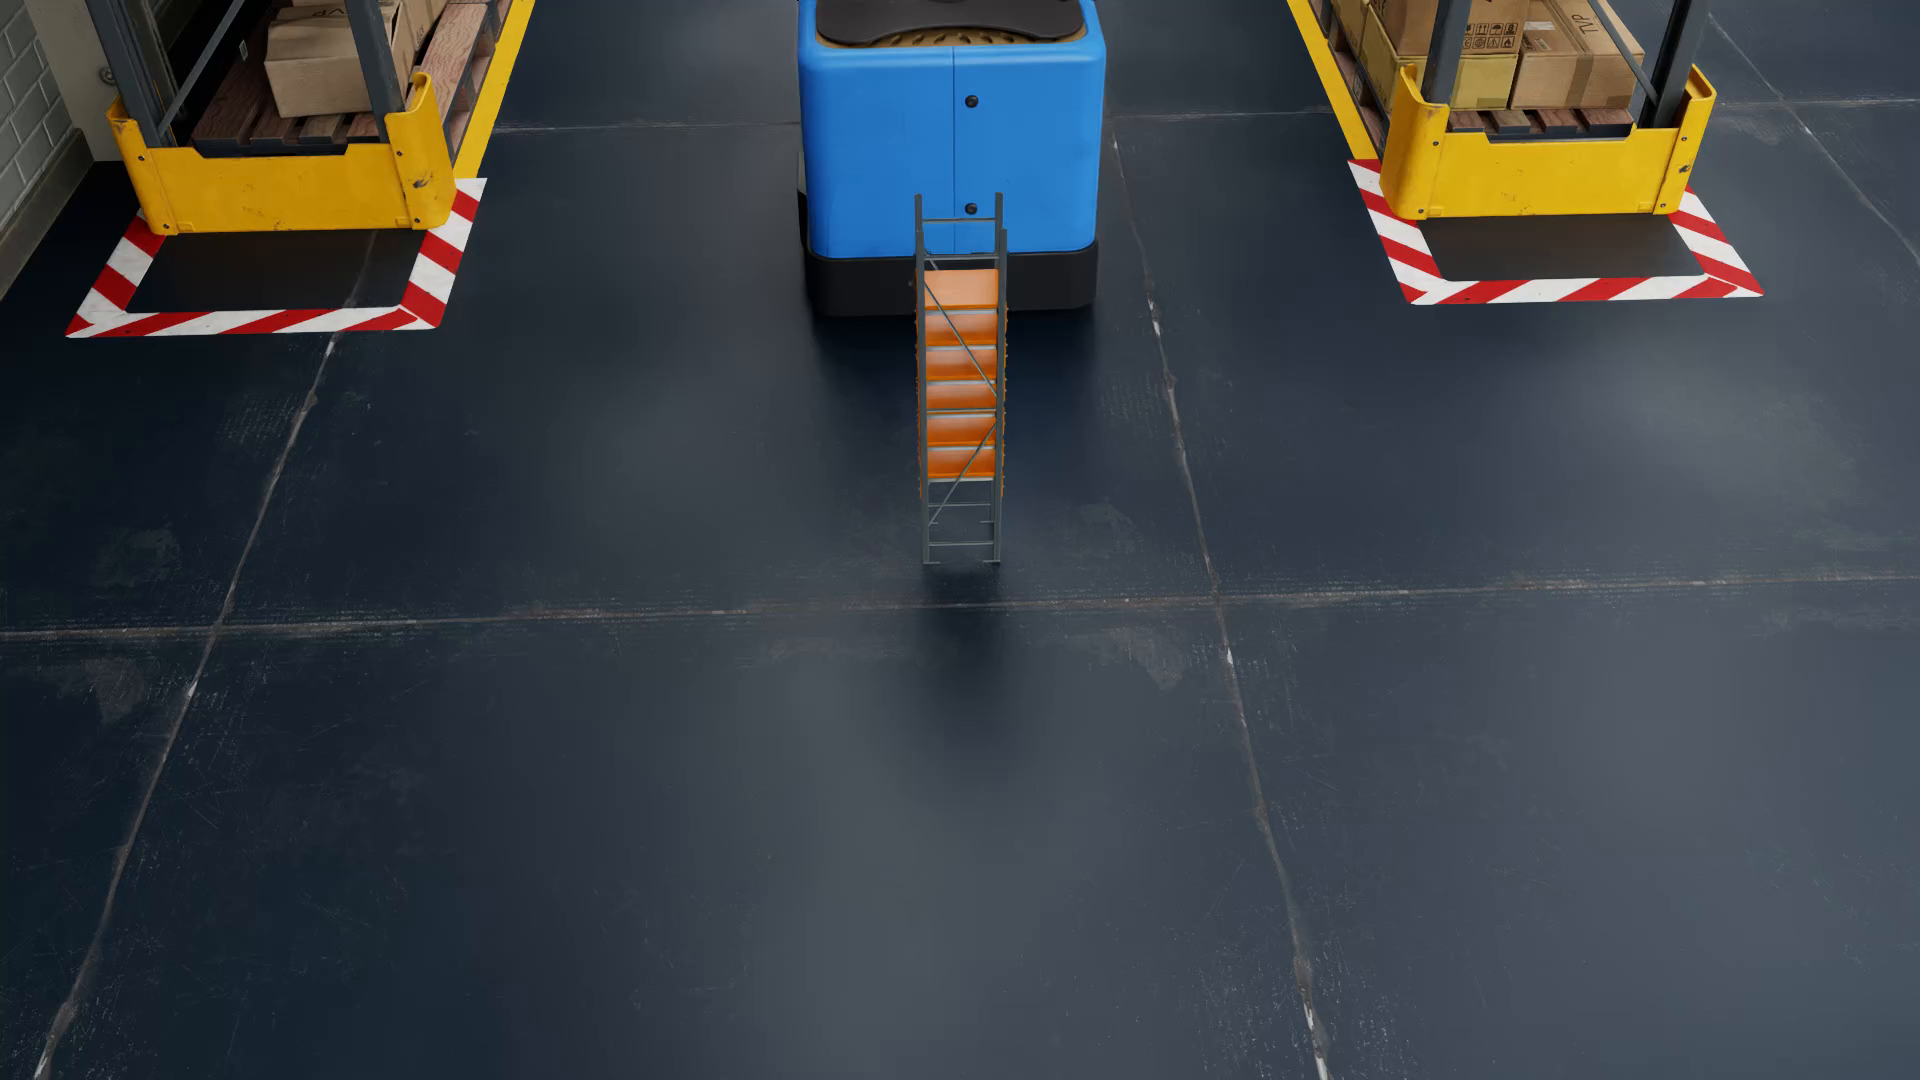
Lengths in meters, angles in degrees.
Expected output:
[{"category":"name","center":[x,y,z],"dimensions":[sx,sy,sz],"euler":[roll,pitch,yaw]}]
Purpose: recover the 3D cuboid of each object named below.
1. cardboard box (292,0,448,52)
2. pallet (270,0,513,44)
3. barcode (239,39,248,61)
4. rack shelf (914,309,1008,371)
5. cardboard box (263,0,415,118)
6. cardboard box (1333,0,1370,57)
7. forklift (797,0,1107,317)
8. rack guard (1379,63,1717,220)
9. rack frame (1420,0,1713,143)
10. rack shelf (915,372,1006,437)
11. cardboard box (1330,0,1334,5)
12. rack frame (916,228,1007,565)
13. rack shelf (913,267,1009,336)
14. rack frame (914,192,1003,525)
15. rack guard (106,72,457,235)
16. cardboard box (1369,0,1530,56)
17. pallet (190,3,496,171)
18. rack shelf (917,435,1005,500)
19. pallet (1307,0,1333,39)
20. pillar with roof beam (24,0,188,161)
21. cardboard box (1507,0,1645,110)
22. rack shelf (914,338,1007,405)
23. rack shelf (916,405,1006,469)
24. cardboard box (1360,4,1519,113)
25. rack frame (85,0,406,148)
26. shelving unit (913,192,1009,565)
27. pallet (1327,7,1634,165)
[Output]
[{"category":"cardboard box","center":[-2.599,-2.414,7.328],"dimensions":[0.500,0.311,0.500],"euler":[2,43,2]},{"category":"pallet","center":[-2.686,-2.783,8.130],"dimensions":[1.003,0.211,1.213],"euler":[-2,43,-2]},{"category":"barcode","center":[-2.975,-2.033,6.906],"dimensions":[0.001,0.075,0.075],"euler":[-2,43,-2]},{"category":"rack shelf","center":[0.001,-0.577,4.702],"dimensions":[0.258,0.103,0.180],"euler":[-2,43,-2]},{"category":"cardboard box","center":[-2.574,-2.029,6.908],"dimensions":[0.500,0.311,0.500],"euler":[-6,43,-7]},{"category":"cardboard box","center":[1.963,-2.365,7.335],"dimensions":[0.500,0.250,0.500],"euler":[-2,43,-2]},{"category":"forklift","center":[-0.107,-2.873,6.216],"dimensions":[1.130,2.935,3.031],"euler":[-2,43,-3]},{"category":"rack guard","center":[2.315,-1.596,6.621],"dimensions":[1.175,0.500,0.348],"euler":[-2,43,-2]},{"category":"rack frame","center":[2.314,-2.533,5.794],"dimensions":[1.000,3.000,0.127],"euler":[-2,43,-2]},{"category":"rack shelf","center":[0.001,-0.400,4.864],"dimensions":[0.258,0.103,0.180],"euler":[-2,43,-2]},{"category":"cardboard box","center":[1.940,-2.703,7.703],"dimensions":[0.500,0.250,0.500],"euler":[-2,43,-2]},{"category":"rack frame","center":[0.004,-0.371,4.767],"dimensions":[0.240,1.200,0.006],"euler":[-2,43,-2]},{"category":"rack shelf","center":[0.001,-0.665,4.621],"dimensions":[0.258,0.103,0.180],"euler":[-2,43,-2]},{"category":"rack frame","center":[-0.003,-0.494,4.901],"dimensions":[0.240,1.200,0.006],"euler":[-2,43,-2]},{"category":"rack guard","center":[-2.638,-1.518,6.537],"dimensions":[1.175,0.500,0.348],"euler":[-2,43,-2]},{"category":"cardboard box","center":[1.994,-2.304,6.713],"dimensions":[0.500,0.500,0.500],"euler":[-2,43,-2]},{"category":"pallet","center":[-2.637,-1.961,7.234],"dimensions":[1.003,0.211,1.213],"euler":[-2,43,-2]},{"category":"rack shelf","center":[0.001,-0.223,5.026],"dimensions":[0.258,0.103,0.180],"euler":[-2,43,-2]},{"category":"pallet","center":[2.191,-2.842,8.194],"dimensions":[1.003,0.211,1.213],"euler":[-2,43,-2]},{"category":"pillar with roof beam","center":[0.772,-5.171,4.232],"dimensions":[9.100,9.000,0.400],"euler":[-2,43,-2]},{"category":"cardboard box","center":[2.514,-2.043,6.983],"dimensions":[0.500,0.250,0.500],"euler":[-2,43,-2]},{"category":"rack shelf","center":[0.001,-0.488,4.783],"dimensions":[0.258,0.103,0.180],"euler":[-2,43,-2]},{"category":"rack shelf","center":[0.001,-0.311,4.945],"dimensions":[0.258,0.103,0.180],"euler":[-2,43,-2]},{"category":"cardboard box","center":[1.996,-2.028,6.967],"dimensions":[0.500,0.250,0.500],"euler":[-2,43,-2]},{"category":"rack frame","center":[-2.635,-2.389,5.636],"dimensions":[1.000,3.000,0.127],"euler":[-2,43,-2]},{"category":"shelving unit","center":[0.001,-0.433,4.834],"dimensions":[0.258,1.200,0.189],"euler":[-2,43,-2]},{"category":"pallet","center":[2.240,-2.020,7.298],"dimensions":[1.003,0.211,1.213],"euler":[-2,43,-2]}]
